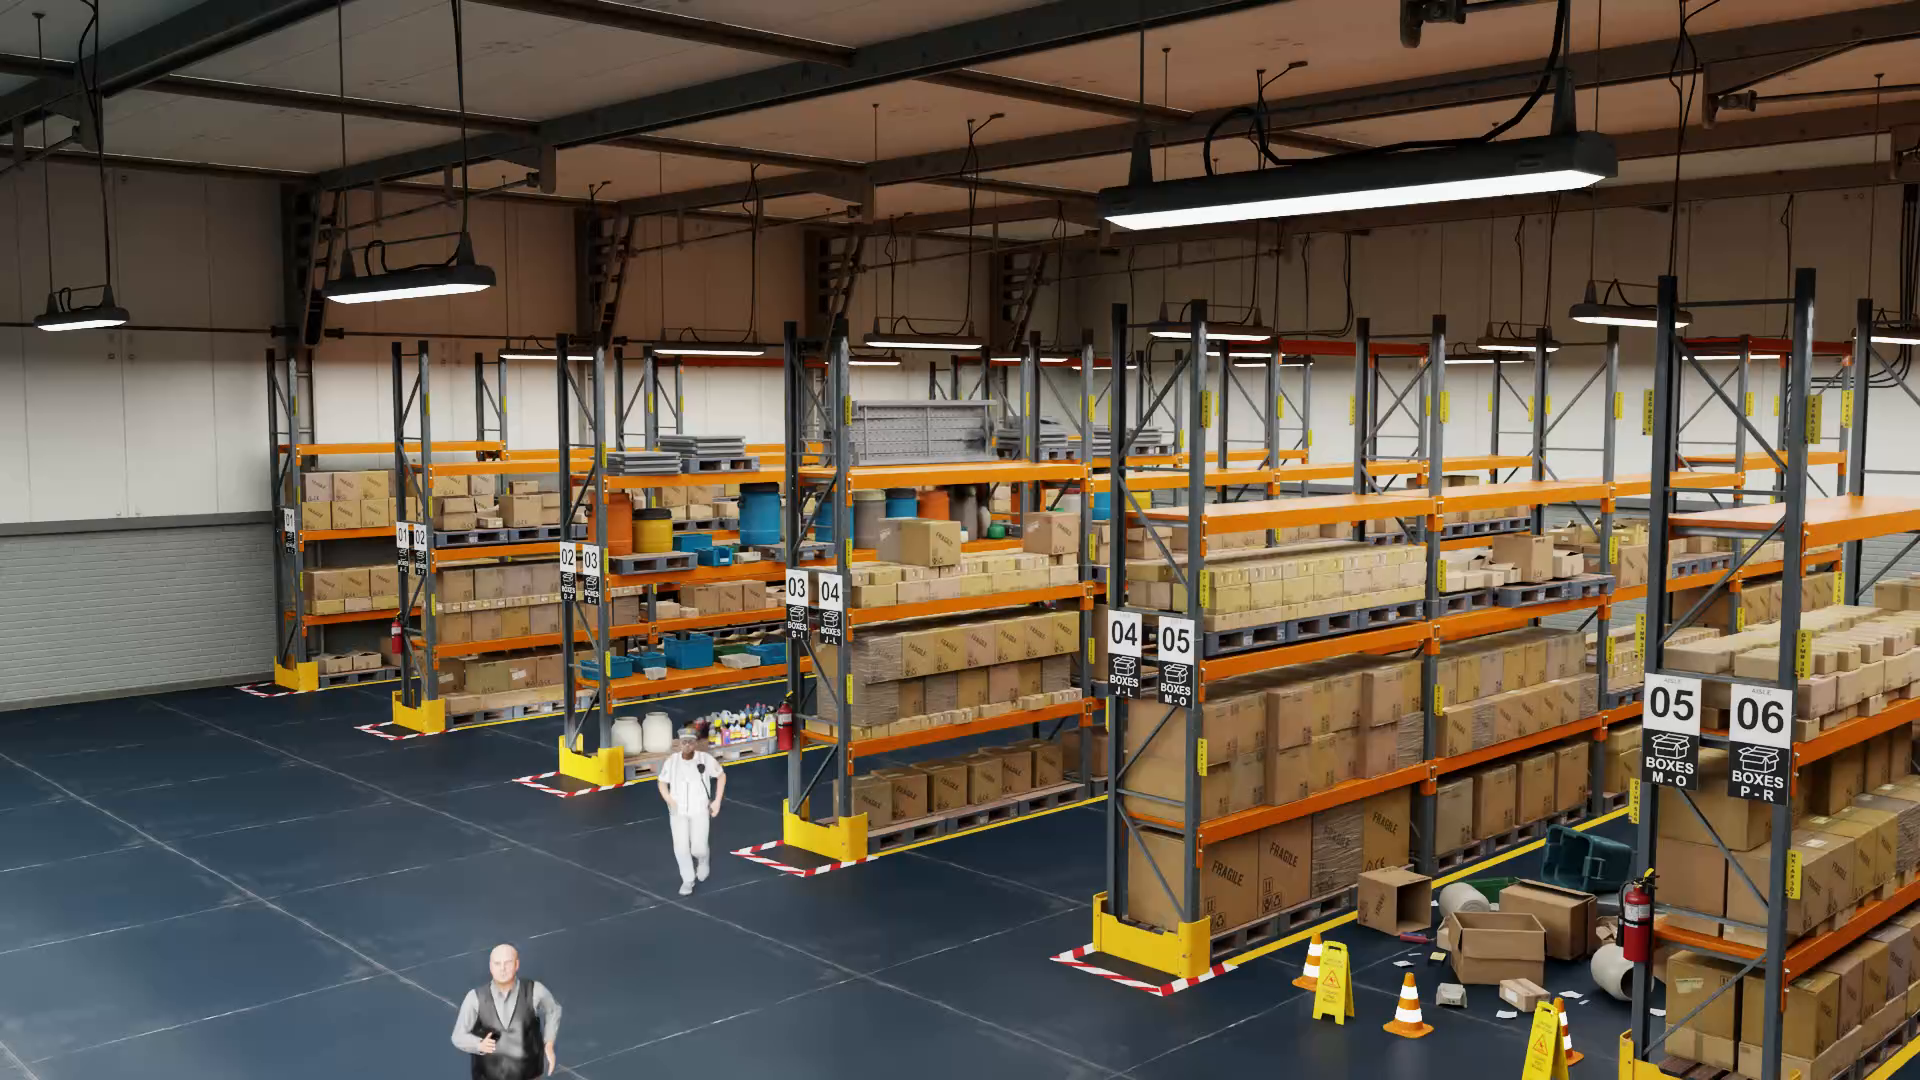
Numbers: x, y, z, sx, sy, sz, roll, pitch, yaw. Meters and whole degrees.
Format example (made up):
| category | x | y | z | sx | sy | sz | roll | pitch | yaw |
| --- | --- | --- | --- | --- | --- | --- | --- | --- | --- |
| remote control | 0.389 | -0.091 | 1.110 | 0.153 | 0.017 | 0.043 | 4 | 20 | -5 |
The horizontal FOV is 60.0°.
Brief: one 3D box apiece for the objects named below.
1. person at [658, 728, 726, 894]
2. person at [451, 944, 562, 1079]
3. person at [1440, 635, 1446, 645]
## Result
| category | x | y | z | sx | sy | sz | roll | pitch | yaw |
| --- | --- | --- | --- | --- | --- | --- | --- | --- | --- |
| person | -2.798 | 2.803 | 17.327 | 0.691 | 1.742 | 0.625 | 0 | 5 | -3 |
| person | -2.838 | 3.384 | 10.431 | 0.657 | 1.705 | 0.970 | -1 | 5 | -9 |
| person | 7.044 | 2.169 | 24.480 | 0.665 | 1.746 | 0.899 | 4 | 6 | 38 |
